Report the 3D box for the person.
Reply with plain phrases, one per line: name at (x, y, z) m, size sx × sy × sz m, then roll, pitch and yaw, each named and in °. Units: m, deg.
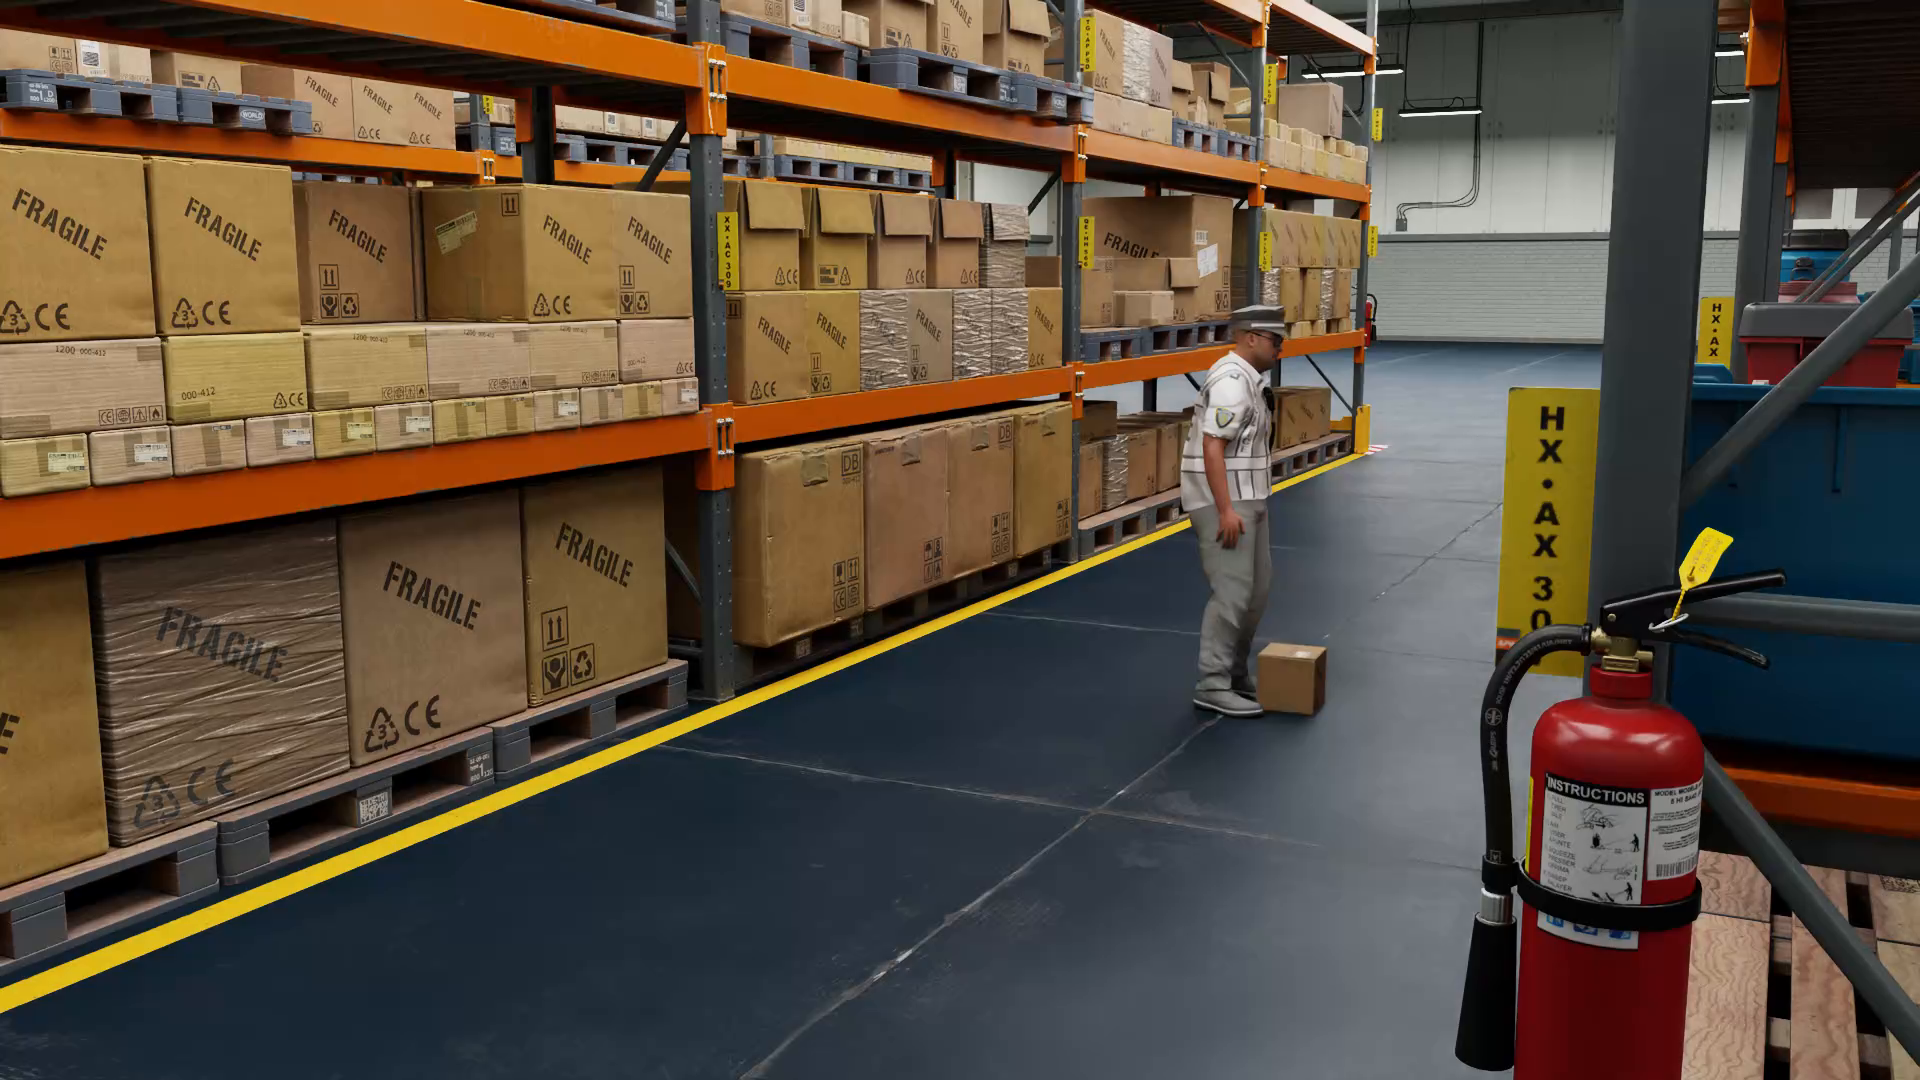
person at (1.198, -0.150, 7.291) m, size 0.436 × 1.746 × 0.588 m, roll 4°, pitch 10°, yaw 24°
